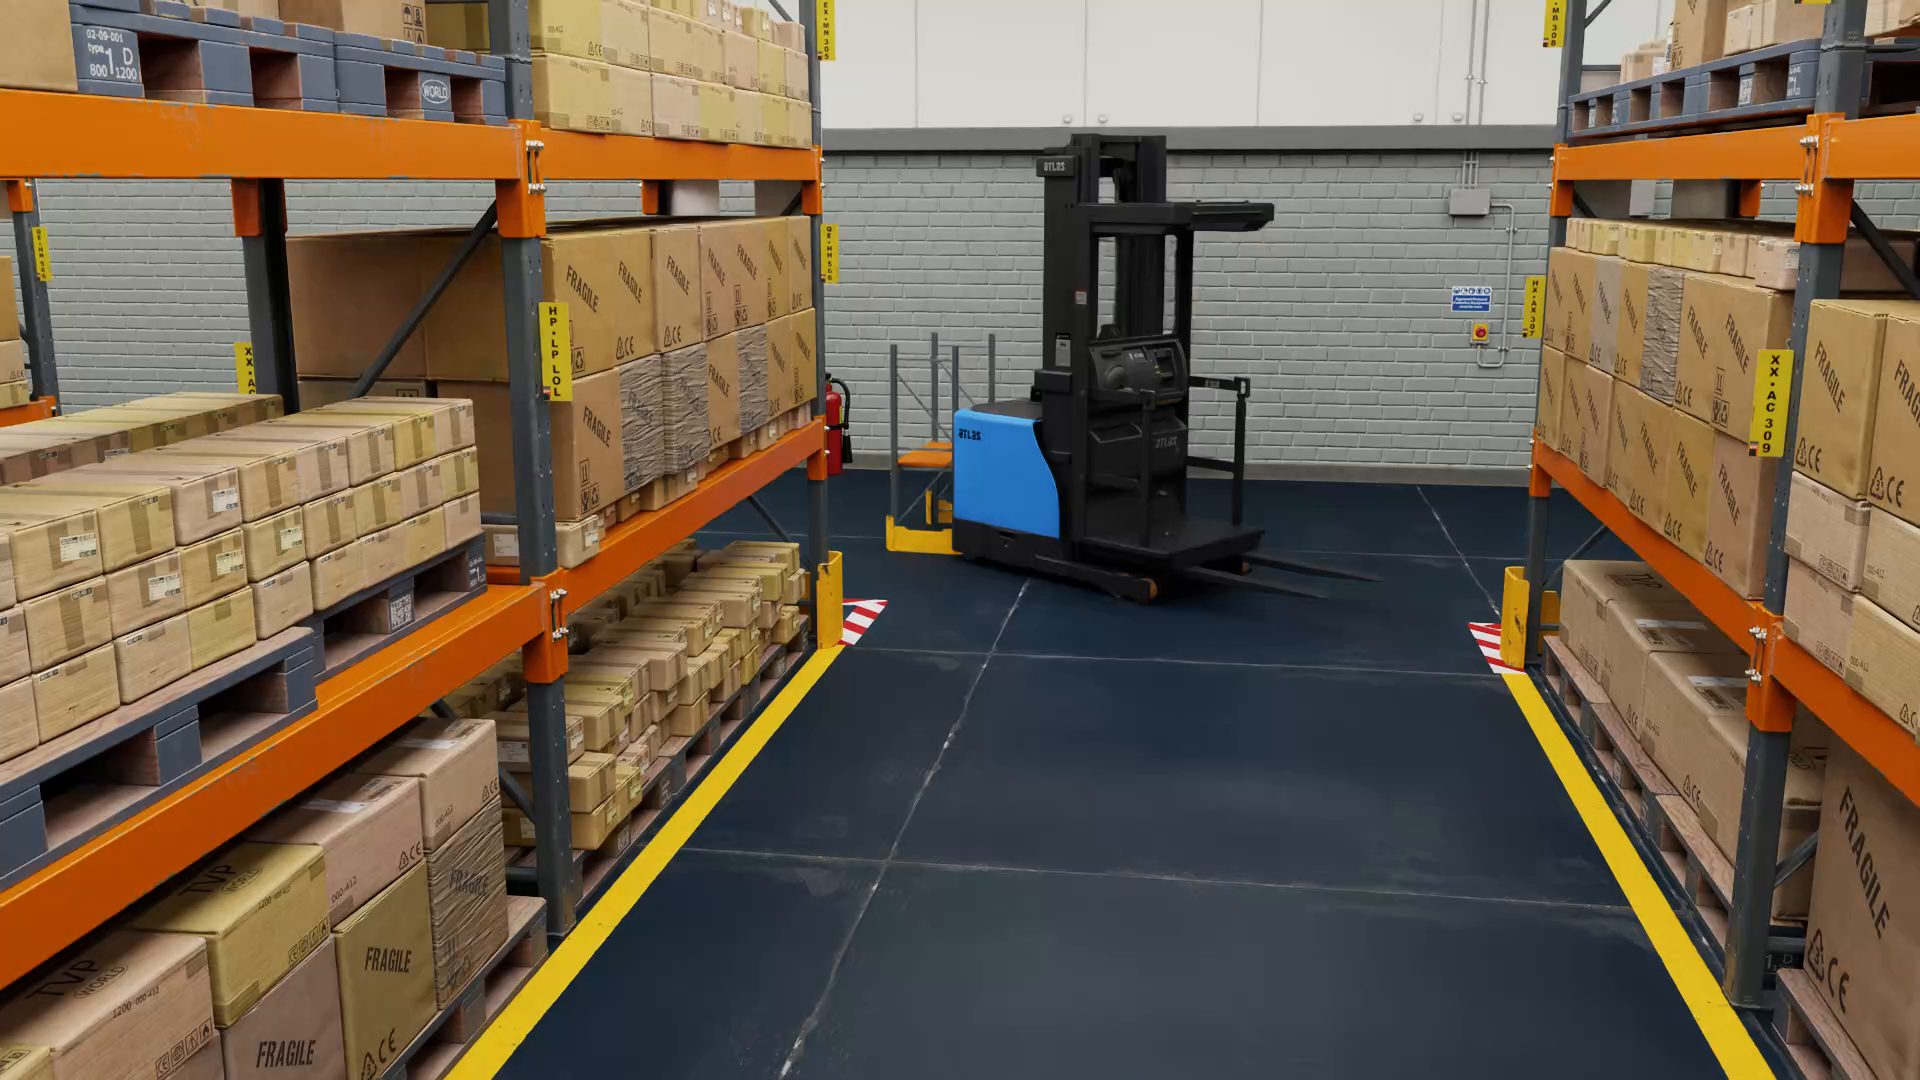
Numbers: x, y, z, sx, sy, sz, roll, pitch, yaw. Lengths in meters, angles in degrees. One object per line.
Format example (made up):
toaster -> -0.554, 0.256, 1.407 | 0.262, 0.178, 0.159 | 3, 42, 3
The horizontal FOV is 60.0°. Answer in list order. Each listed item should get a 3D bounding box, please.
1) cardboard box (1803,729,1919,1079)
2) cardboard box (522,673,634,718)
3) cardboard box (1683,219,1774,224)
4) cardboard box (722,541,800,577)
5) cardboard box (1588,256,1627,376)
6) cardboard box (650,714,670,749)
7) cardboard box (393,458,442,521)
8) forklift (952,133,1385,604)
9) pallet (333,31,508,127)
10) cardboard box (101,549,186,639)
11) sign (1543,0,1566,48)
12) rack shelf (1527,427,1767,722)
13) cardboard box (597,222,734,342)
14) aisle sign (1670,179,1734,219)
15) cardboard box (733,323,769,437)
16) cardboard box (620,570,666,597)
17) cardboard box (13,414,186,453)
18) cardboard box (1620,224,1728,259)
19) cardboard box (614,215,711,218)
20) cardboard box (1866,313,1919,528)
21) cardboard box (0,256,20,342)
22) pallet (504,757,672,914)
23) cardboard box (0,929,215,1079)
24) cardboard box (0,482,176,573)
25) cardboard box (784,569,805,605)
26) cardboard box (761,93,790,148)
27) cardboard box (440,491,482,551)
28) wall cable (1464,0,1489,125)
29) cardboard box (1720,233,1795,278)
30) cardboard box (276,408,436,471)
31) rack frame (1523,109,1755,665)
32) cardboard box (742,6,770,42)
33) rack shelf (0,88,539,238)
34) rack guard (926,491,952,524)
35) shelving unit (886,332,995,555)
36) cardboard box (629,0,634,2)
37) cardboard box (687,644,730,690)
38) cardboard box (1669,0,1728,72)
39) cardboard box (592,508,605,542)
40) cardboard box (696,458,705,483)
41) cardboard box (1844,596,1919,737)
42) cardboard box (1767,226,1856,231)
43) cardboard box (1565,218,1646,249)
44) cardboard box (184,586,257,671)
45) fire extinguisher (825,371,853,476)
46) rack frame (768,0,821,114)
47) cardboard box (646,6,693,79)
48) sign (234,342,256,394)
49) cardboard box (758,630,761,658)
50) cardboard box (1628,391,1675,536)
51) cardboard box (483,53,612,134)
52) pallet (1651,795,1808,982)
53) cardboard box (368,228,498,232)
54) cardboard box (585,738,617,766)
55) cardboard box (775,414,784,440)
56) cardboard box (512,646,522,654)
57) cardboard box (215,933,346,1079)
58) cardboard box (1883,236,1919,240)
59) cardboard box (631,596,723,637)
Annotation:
cardboard box -> 2.999, 1.029, 4.646 | 0.875, 0.875, 0.875 | 2, 12, 10
cardboard box -> -1.542, 0.647, 6.727 | 0.380, 0.149, 0.250 | 2, 12, 8
cardboard box -> 3.758, -1.489, 8.131 | 0.380, 0.149, 0.250 | 2, 12, 10
cardboard box -> -1.107, 0.108, 9.231 | 0.380, 0.149, 0.250 | 2, 12, 9
cardboard box -> 3.131, -1.001, 7.405 | 0.500, 0.500, 0.500 | 2, 12, 8
cardboard box -> -1.493, 0.827, 7.306 | 0.380, 0.149, 0.250 | 1, 12, 6
cardboard box -> -1.797, -0.159, 5.006 | 0.380, 0.149, 0.250 | 2, 12, 9
forklift -> 1.335, -1.149, 10.867 | 1.130, 2.935, 3.031 | -12, 17, -43
pallet -> -2.091, -1.325, 4.847 | 1.213, 0.211, 1.003 | 2, 12, 9
cardboard box -> -1.999, 0.111, 3.753 | 0.380, 0.149, 0.250 | 2, 12, 11
sign -> 3.083, -2.720, 8.613 | 0.100, 0.325, 0.005 | 2, 12, 9
rack shelf -> 3.323, -0.001, 7.085 | 1.077, 0.370, 4.000 | 2, 12, 9
cardboard box -> -1.328, -1.164, 7.456 | 0.500, 0.500, 0.500 | 1, 12, 7
aisle sign -> 3.948, -2.045, 8.690 | 0.394, 0.787, 0.004 | 2, 12, 9
cardboard box -> -1.244, -0.788, 8.085 | 0.500, 0.500, 0.500 | 2, 12, 9
cardboard box -> -1.738, 0.251, 8.565 | 0.380, 0.149, 0.250 | 1, 12, 6
cardboard box -> -2.485, -0.270, 4.814 | 0.380, 0.149, 0.250 | 2, 12, 9
cardboard box -> 3.088, -1.289, 7.204 | 0.380, 0.149, 0.250 | 2, 12, 9
cardboard box -> -1.607, -1.506, 9.046 | 0.500, 0.500, 0.500 | 2, 12, 8
cardboard box -> 2.613, -0.285, 4.084 | 0.500, 0.500, 0.500 | 2, 12, 8
cardboard box -> -5.977, -1.419, 9.826 | 0.500, 0.500, 0.500 | 2, 12, 9
pallet -> -1.823, 1.147, 6.671 | 1.003, 0.211, 1.213 | 2, 12, 9
cardboard box -> -1.994, 1.063, 3.595 | 0.500, 0.250, 0.500 | 2, 12, 9
cardboard box -> -2.001, -0.031, 3.707 | 0.380, 0.149, 0.250 | 2, 12, 8
cardboard box -> -1.075, 0.254, 9.259 | 0.380, 0.149, 0.250 | 2, 12, 7
cardboard box -> -1.156, -2.091, 8.314 | 0.500, 0.250, 0.500 | 2, 12, 9
cardboard box -> -1.757, -0.069, 5.292 | 0.380, 0.149, 0.250 | 2, 12, 7
wall cable -> 4.227, -4.895, 13.845 | 0.463, 3.000, 0.029 | 2, 12, 9
cardboard box -> 2.965, -1.022, 5.963 | 0.380, 0.149, 0.250 | 2, 12, 8
cardboard box -> -1.801, -0.303, 4.966 | 0.380, 0.149, 0.250 | 2, 12, 7
rack frame -> 3.631, -0.769, 8.941 | 1.000, 3.000, 0.127 | 2, 12, 9
cardboard box -> -1.144, -2.502, 8.084 | 0.380, 0.149, 0.250 | 2, 12, 10
rack shelf -> -2.199, -0.774, 3.551 | 1.077, 0.370, 4.000 | 2, 12, 9
rack guard -> 0.023, -0.242, 13.023 | 0.587, 0.250, 0.087 | 3, 13, 15
shelving unit -> -0.113, -0.752, 12.423 | 0.587, 1.500, 1.083 | 3, 13, 15
cardboard box -> -1.465, -2.123, 6.326 | 0.380, 0.149, 0.250 | 2, 12, 7
cardboard box -> -1.293, 0.581, 7.740 | 0.380, 0.149, 0.250 | 2, 12, 9
cardboard box -> 3.172, -2.123, 6.635 | 0.500, 0.500, 0.500 | 2, 12, 10
cardboard box -> -1.558, -0.057, 6.235 | 0.380, 0.149, 0.250 | 2, 12, 10
cardboard box -> -1.374, -0.334, 7.520 | 0.380, 0.149, 0.250 | 2, 12, 11
cardboard box -> 2.609, 0.328, 4.207 | 0.500, 0.250, 0.500 | 2, 12, 7
cardboard box -> 3.572, -1.221, 6.888 | 0.380, 0.149, 0.250 | 2, 12, 10
cardboard box -> 3.303, -1.559, 8.455 | 0.380, 0.149, 0.250 | 2, 12, 10
cardboard box -> -1.954, 0.202, 4.033 | 0.380, 0.149, 0.250 | 2, 12, 11
fire extinguisher -> -0.781, -0.726, 9.809 | 0.296, 0.674, 0.183 | 2, 12, 9
rack frame -> -1.276, -3.841, 8.955 | 1.000, 3.000, 0.127 | 2, 12, 9
cardboard box -> -1.408, -2.013, 6.764 | 0.500, 0.250, 0.500 | 2, 12, 10
sign -> -2.429, -0.515, 5.706 | 0.100, 0.325, 0.005 | 2, 12, 9
cardboard box -> -1.241, 0.557, 8.557 | 0.380, 0.149, 0.250 | 2, 12, 9
cardboard box -> 2.971, -0.302, 6.538 | 0.500, 0.500, 0.500 | 2, 12, 8
cardboard box -> -1.559, -1.556, 5.831 | 0.500, 0.250, 0.500 | 3, 12, 12
pallet -> 3.210, 1.271, 6.093 | 1.003, 0.211, 1.213 | 2, 12, 9
cardboard box -> -2.012, -0.973, 6.571 | 0.500, 0.500, 0.500 | 1, 12, 7
cardboard box -> -1.569, 0.847, 6.508 | 0.380, 0.149, 0.250 | 2, 12, 9
cardboard box -> -1.146, -0.605, 8.777 | 0.380, 0.149, 0.250 | 2, 12, 8
cardboard box -> -1.995, 0.522, 7.308 | 0.380, 0.149, 0.250 | 1, 12, 6
cardboard box -> -1.919, 1.317, 4.200 | 0.500, 0.500, 0.500 | 2, 12, 7
cardboard box -> 3.342, -0.957, 5.662 | 0.380, 0.149, 0.250 | 2, 12, 8
cardboard box -> -1.356, 0.377, 7.981 | 0.380, 0.149, 0.250 | 1, 12, 7
